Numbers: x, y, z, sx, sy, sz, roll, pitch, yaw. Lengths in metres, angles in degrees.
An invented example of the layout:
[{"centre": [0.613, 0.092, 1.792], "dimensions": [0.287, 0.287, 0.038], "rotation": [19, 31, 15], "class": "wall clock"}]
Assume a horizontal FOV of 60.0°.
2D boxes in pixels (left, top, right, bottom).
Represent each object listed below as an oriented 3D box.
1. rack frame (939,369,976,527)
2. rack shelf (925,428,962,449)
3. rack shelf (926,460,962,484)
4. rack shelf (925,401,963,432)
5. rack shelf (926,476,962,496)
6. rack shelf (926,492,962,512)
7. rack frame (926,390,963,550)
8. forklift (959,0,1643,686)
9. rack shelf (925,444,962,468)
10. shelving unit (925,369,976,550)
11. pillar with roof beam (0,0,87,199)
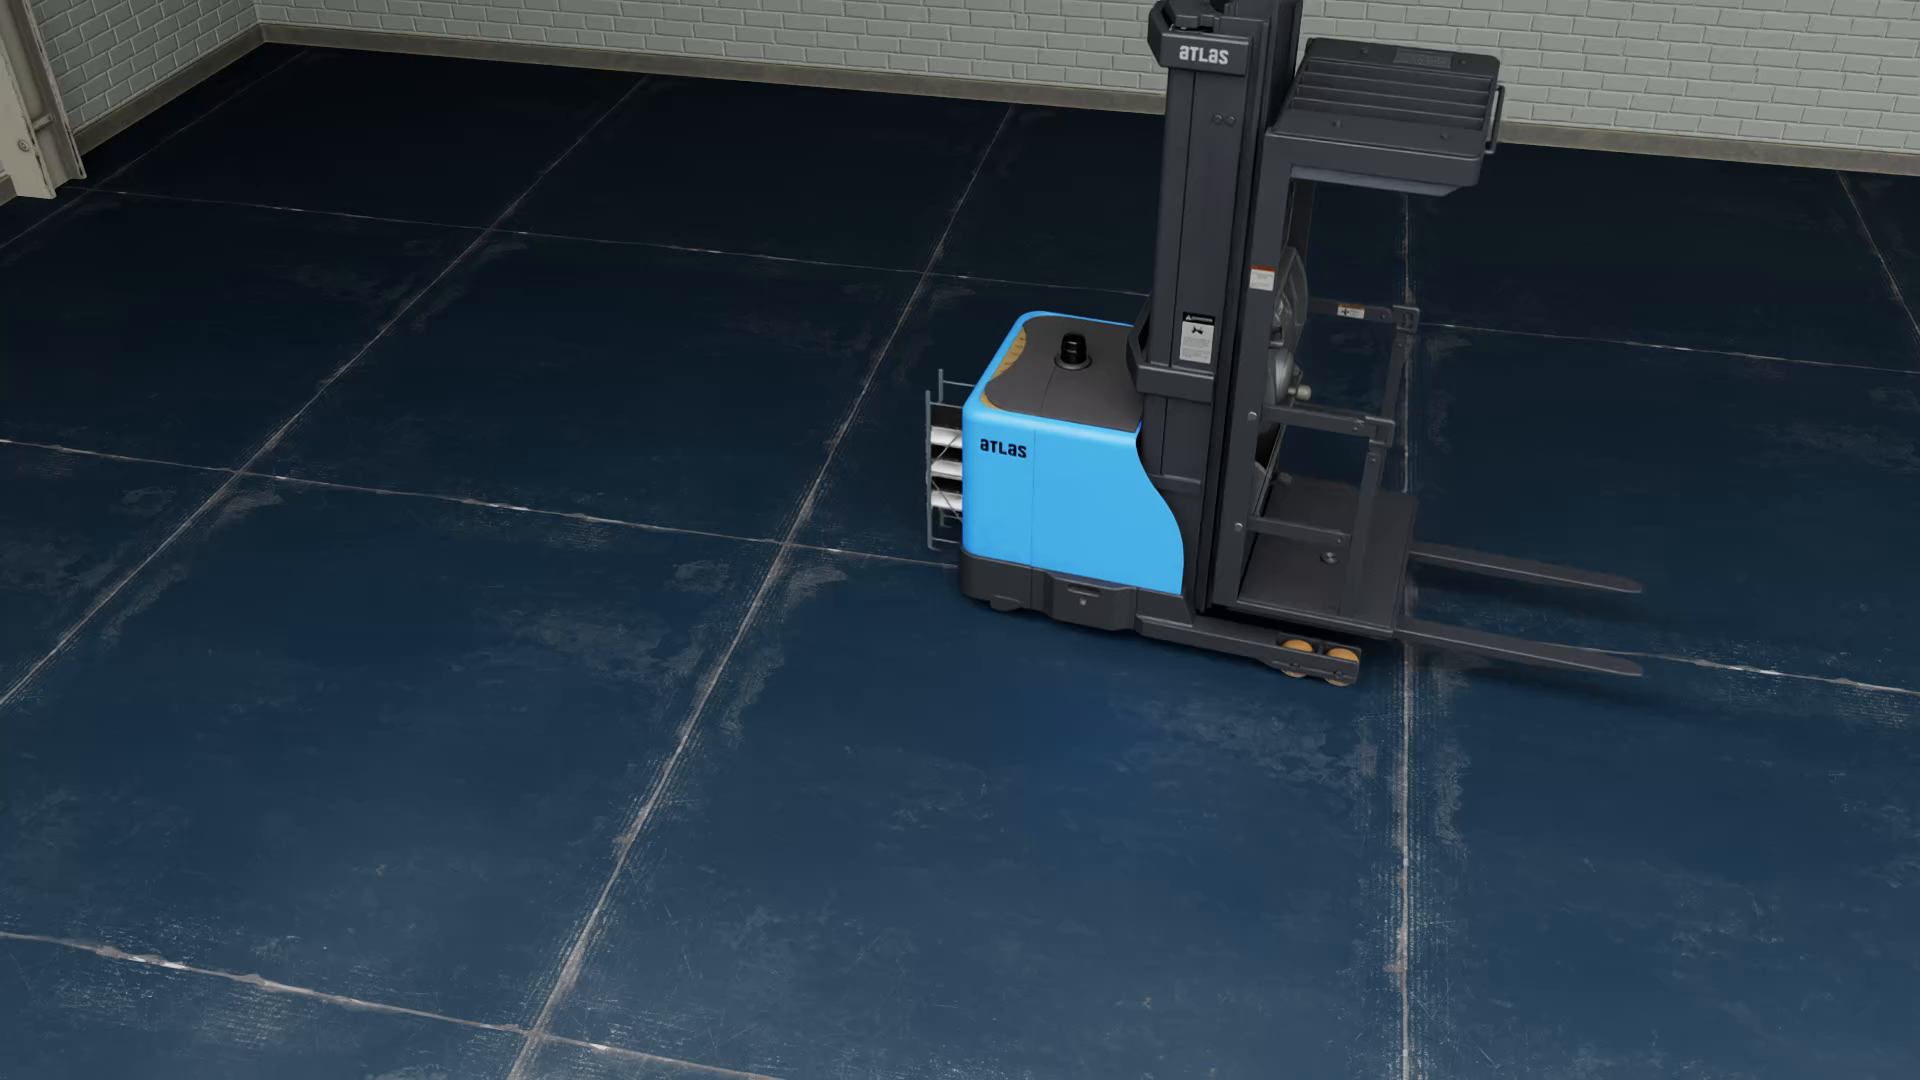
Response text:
[{"centre": [0.015, -0.421, 8.063], "dimensions": [0.240, 0.900, 0.006], "rotation": [10, 37, 13], "class": "rack frame"}, {"centre": [-0.014, -0.482, 7.898], "dimensions": [0.258, 0.077, 0.200], "rotation": [10, 37, 13], "class": "rack shelf"}, {"centre": [-0.014, -0.336, 8.004], "dimensions": [0.258, 0.077, 0.200], "rotation": [10, 37, 13], "class": "rack shelf"}, {"centre": [-0.014, -0.555, 7.846], "dimensions": [0.258, 0.077, 0.200], "rotation": [10, 37, 13], "class": "rack shelf"}, {"centre": [-0.014, -0.263, 8.057], "dimensions": [0.258, 0.077, 0.200], "rotation": [10, 37, 13], "class": "rack shelf"}, {"centre": [-0.014, -0.191, 8.110], "dimensions": [0.258, 0.077, 0.200], "rotation": [10, 37, 13], "class": "rack shelf"}, {"centre": [-0.043, -0.306, 7.906], "dimensions": [0.240, 0.900, 0.006], "rotation": [10, 37, 13], "class": "rack frame"}, {"centre": [1.569, -0.892, 6.984], "dimensions": [3.031, 2.935, 1.130], "rotation": [11, 37, 15], "class": "forklift"}, {"centre": [-0.014, -0.409, 7.951], "dimensions": [0.258, 0.077, 0.200], "rotation": [10, 37, 13], "class": "rack shelf"}, {"centre": [-0.014, -0.363, 7.985], "dimensions": [0.258, 0.900, 0.210], "rotation": [10, 37, 13], "class": "shelving unit"}, {"centre": [-2.187, -5.596, 8.304], "dimensions": [9.100, 9.000, 0.400], "rotation": [7, 37, 10], "class": "pillar with roof beam"}]
